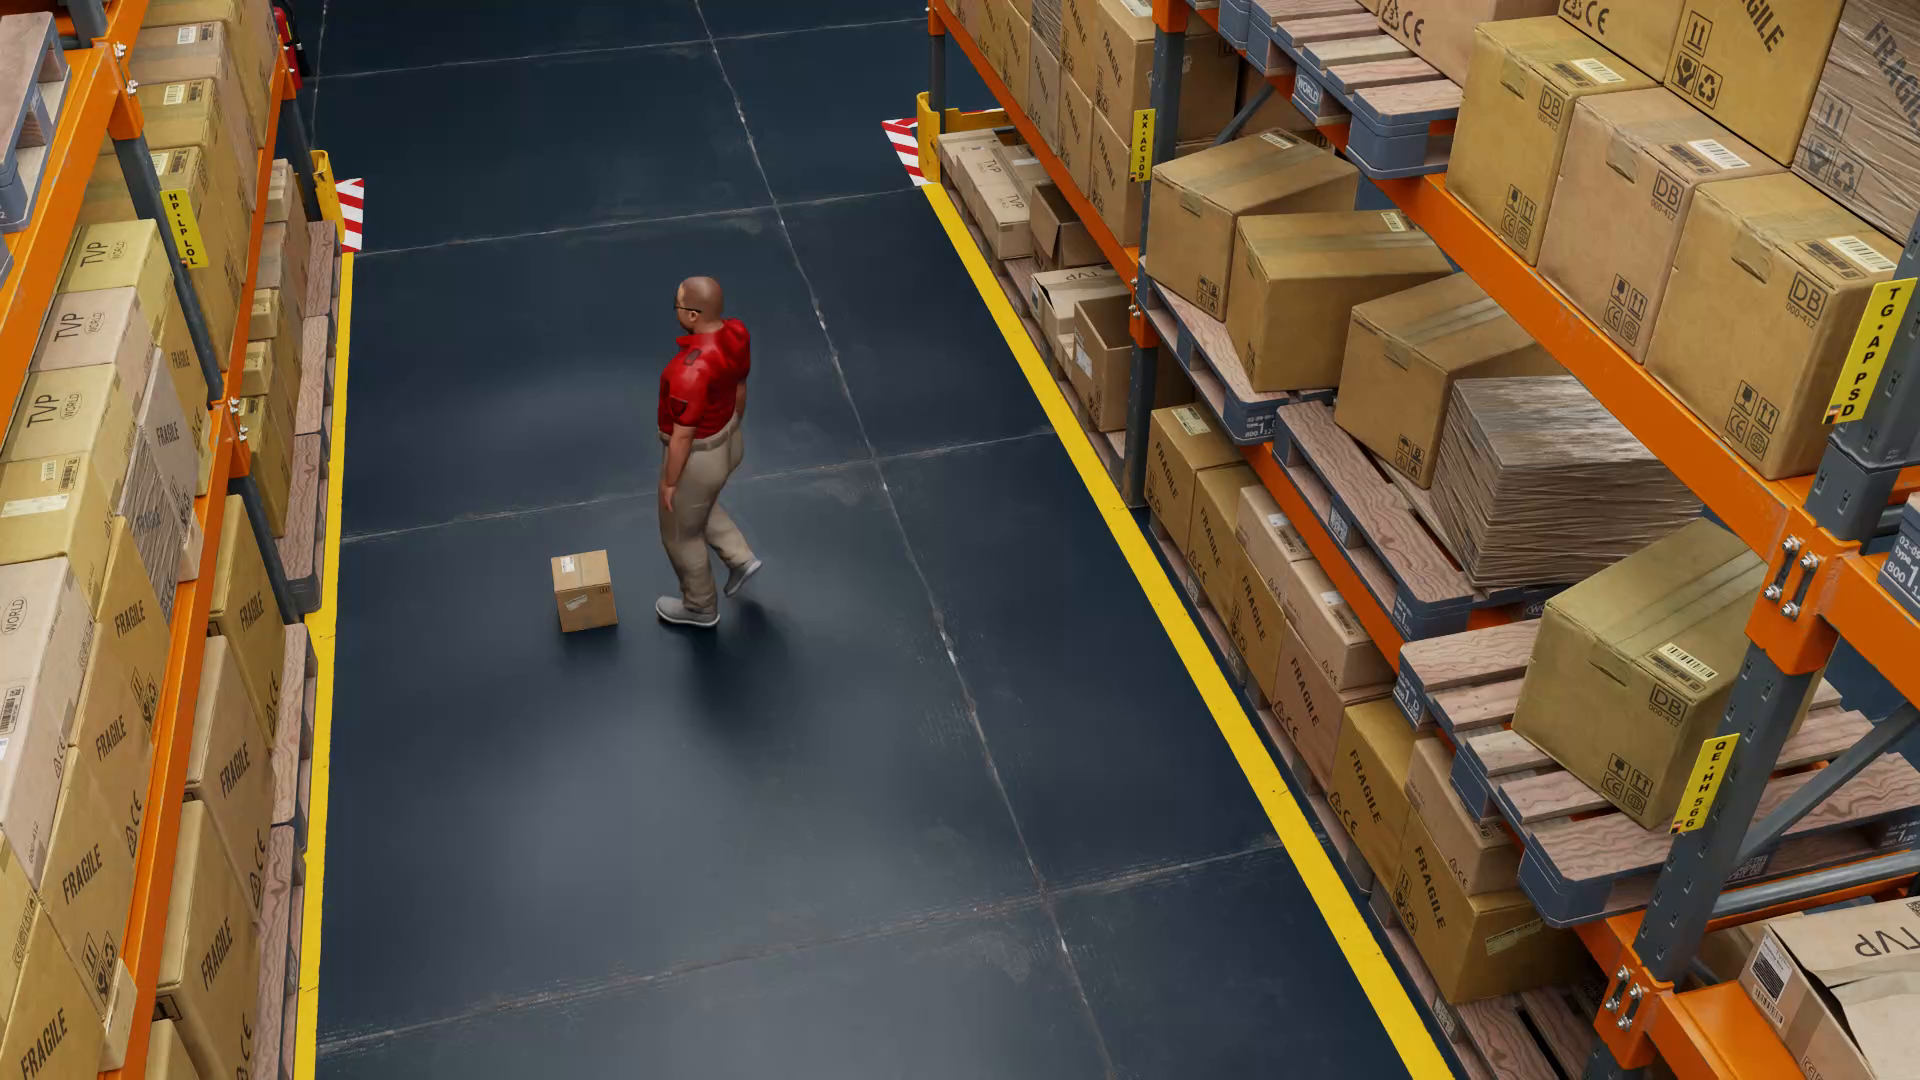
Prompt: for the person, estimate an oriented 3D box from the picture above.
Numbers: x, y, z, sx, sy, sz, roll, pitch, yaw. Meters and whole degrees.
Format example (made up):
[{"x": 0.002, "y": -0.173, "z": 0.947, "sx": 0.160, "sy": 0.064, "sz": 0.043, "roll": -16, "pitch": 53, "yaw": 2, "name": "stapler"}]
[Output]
[{"x": -1.150, "y": -0.375, "z": 7.188, "sx": 0.479, "sy": 1.721, "sz": 0.568, "roll": 12, "pitch": 40, "yaw": 15, "name": "person"}]
